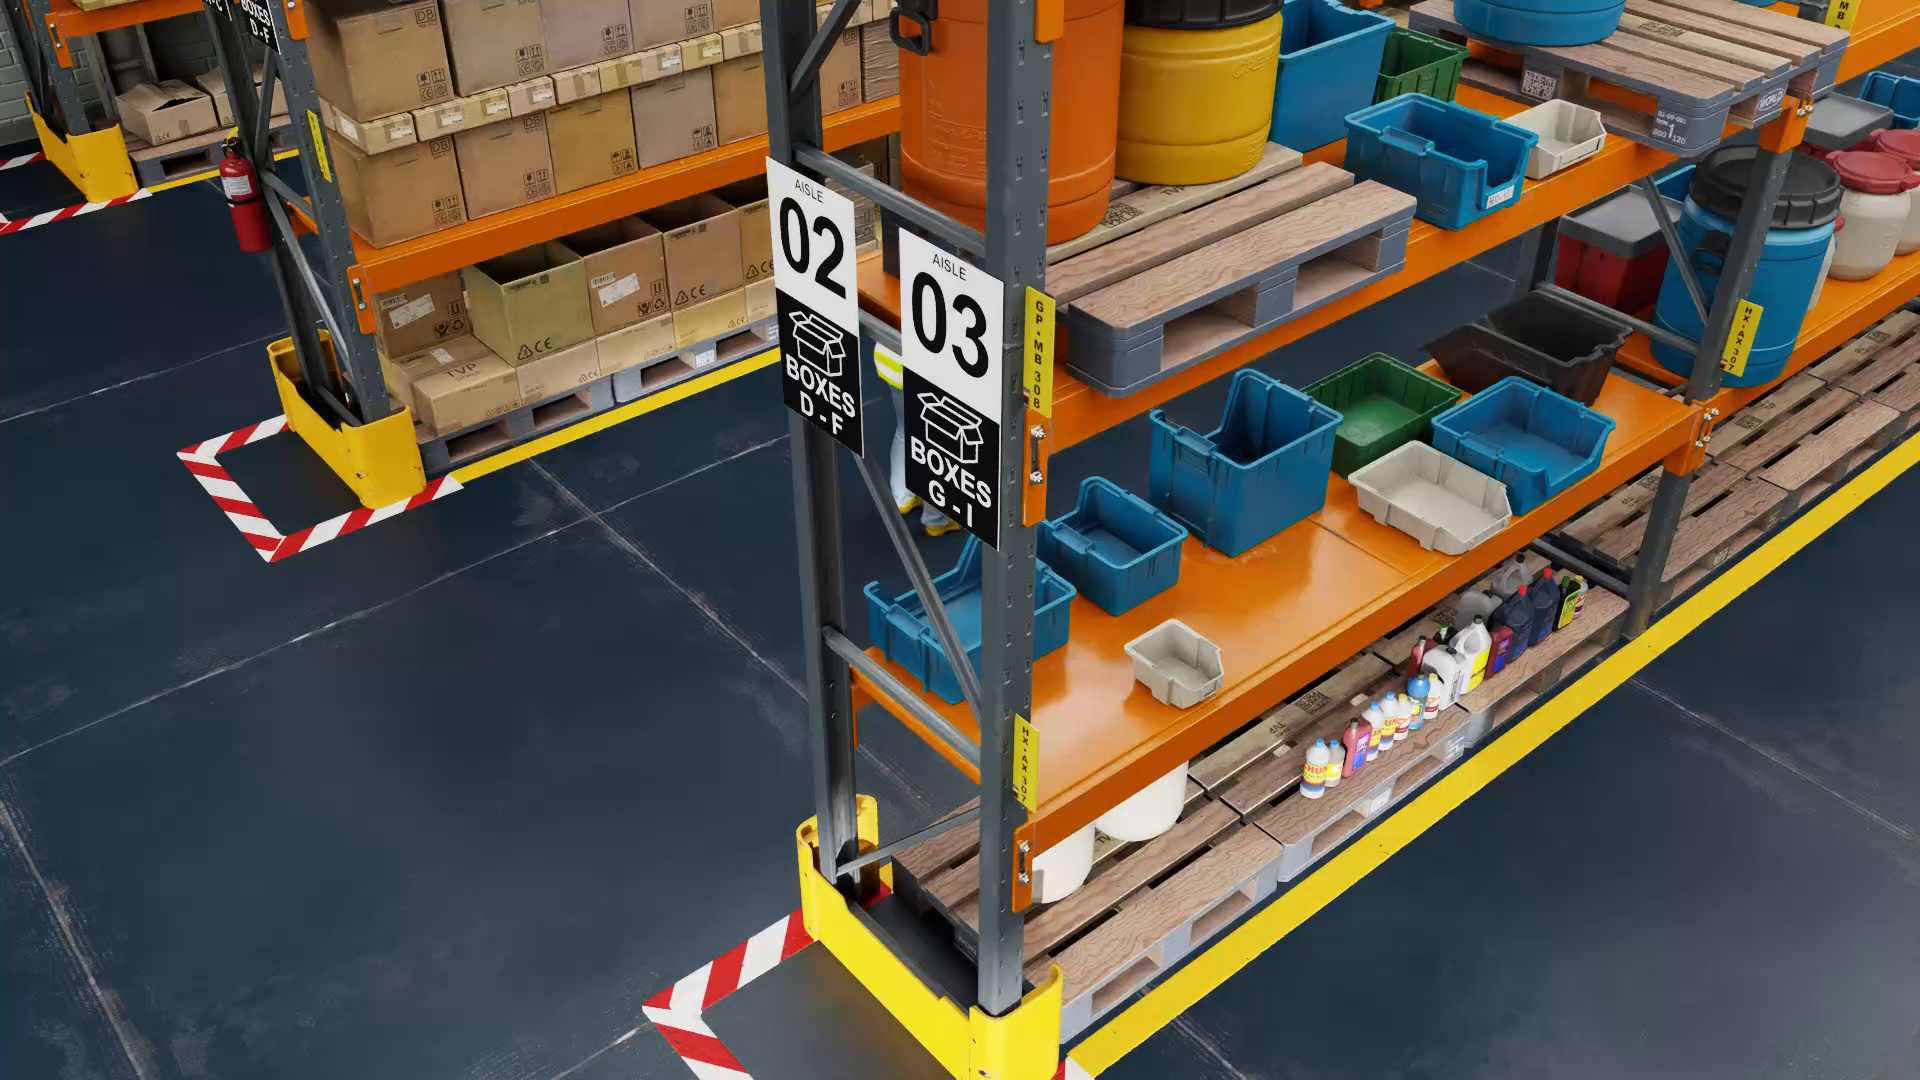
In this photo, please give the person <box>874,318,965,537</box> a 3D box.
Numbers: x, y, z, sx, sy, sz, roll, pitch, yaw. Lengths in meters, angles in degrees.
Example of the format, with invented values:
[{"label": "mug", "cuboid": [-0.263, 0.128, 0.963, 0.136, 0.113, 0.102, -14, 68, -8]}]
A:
[{"label": "person", "cuboid": [-0.184, -0.856, 8.251, 0.446, 1.764, 0.577, -27, 43, -32]}]
